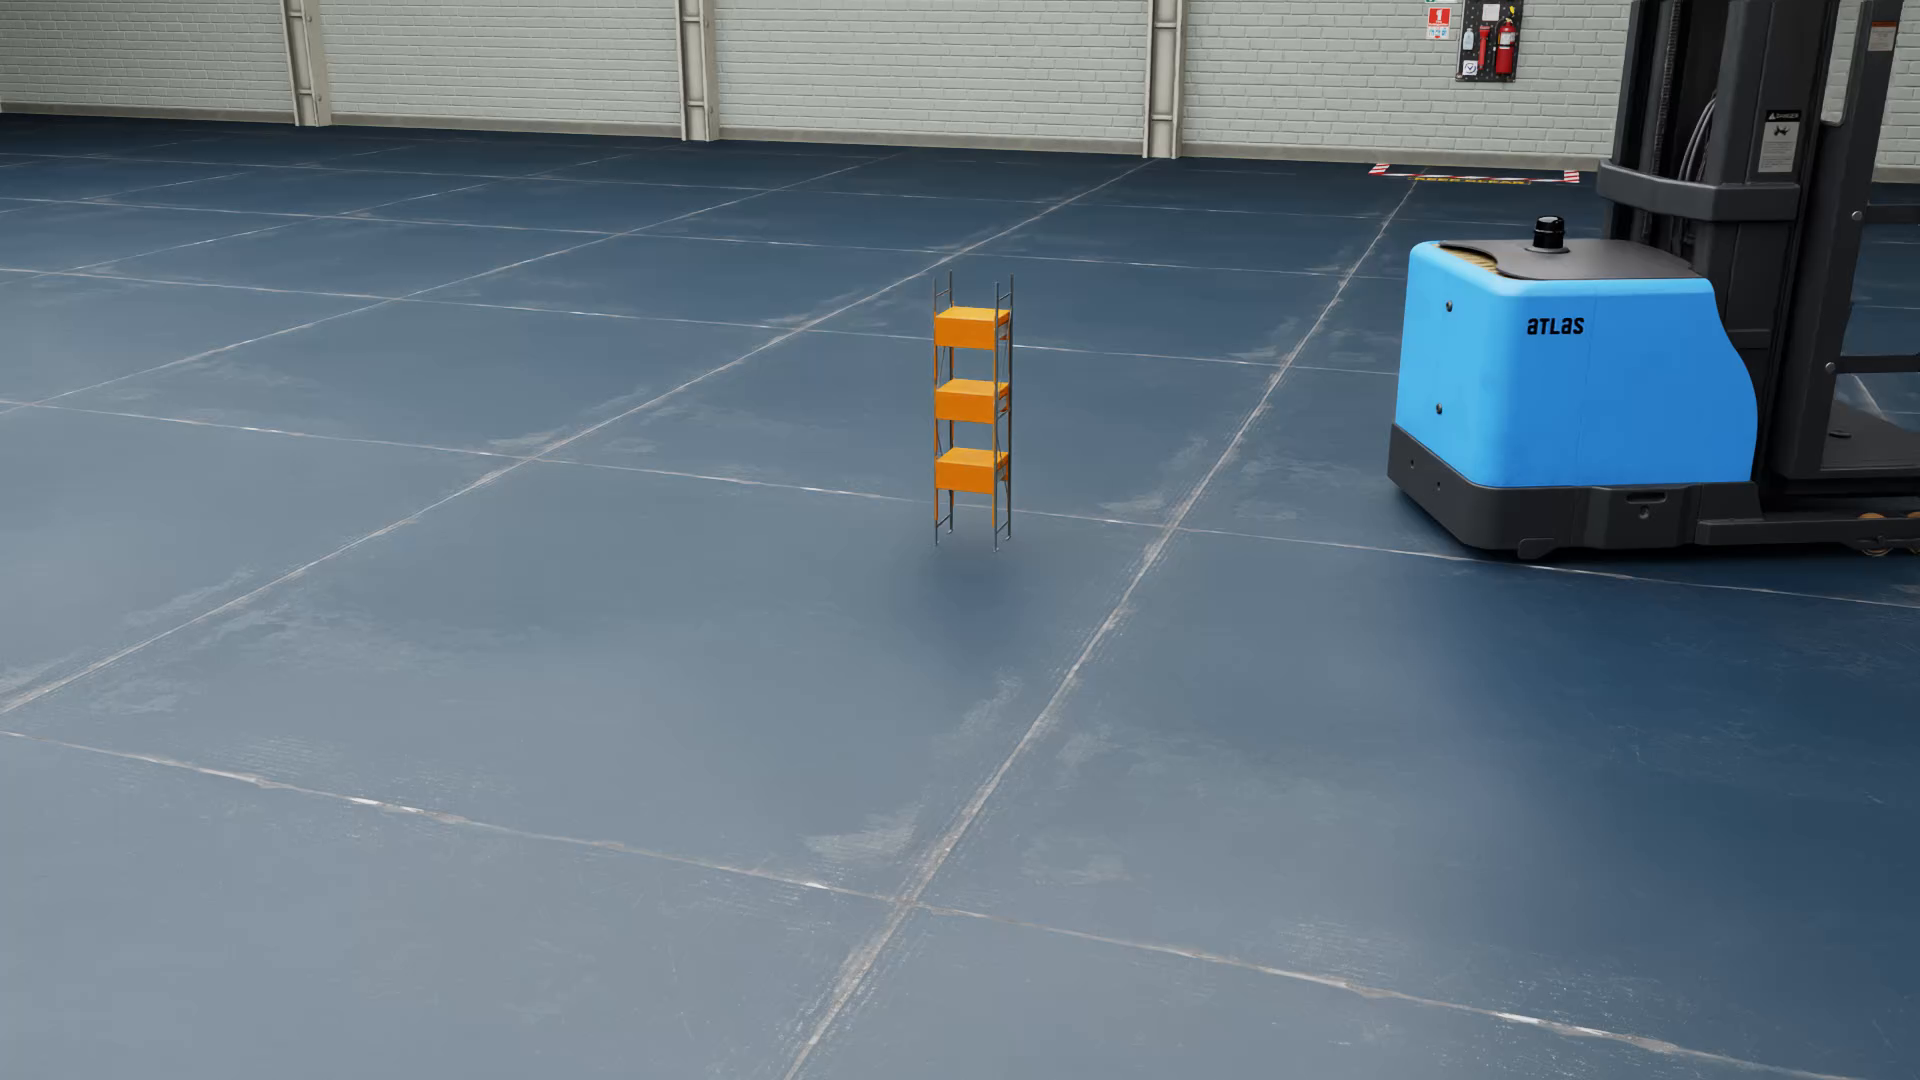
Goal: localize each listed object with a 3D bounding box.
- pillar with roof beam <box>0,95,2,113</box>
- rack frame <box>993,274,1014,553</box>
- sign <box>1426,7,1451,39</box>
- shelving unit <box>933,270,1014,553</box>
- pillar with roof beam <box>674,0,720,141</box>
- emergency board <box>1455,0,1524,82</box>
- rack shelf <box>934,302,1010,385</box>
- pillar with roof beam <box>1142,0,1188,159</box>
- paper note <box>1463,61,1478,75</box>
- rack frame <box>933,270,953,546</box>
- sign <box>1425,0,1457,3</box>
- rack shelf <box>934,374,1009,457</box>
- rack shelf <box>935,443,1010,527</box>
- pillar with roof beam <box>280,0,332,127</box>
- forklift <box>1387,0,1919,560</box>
[{"bbox_3d":[-16.059,-9.328,19.666,0.400,9.000,9.100,7,20,18],"label":"pillar with roof beam"},{"bbox_3d":[0.166,-0.477,6.349,0.008,1.050,0.200,7,20,18],"label":"rack frame"},{"bbox_3d":[5.214,-5.629,18.114,0.234,0.329,0.001,7,20,18],"label":"sign"},{"bbox_3d":[0.051,-0.490,6.387,0.252,1.050,0.215,7,20,18],"label":"shelving unit"},{"bbox_3d":[-4.724,-8.032,15.948,0.400,9.000,9.100,7,20,18],"label":"pillar with roof beam"},{"bbox_3d":[5.703,-5.520,17.856,0.643,1.169,0.194,7,20,18],"label":"emergency board"},{"bbox_3d":[0.051,-0.748,6.297,0.240,0.259,0.215,7,20,18],"label":"rack shelf"},{"bbox_3d":[0.944,-7.384,14.088,0.400,9.000,9.100,7,20,18],"label":"pillar with roof beam"},{"bbox_3d":[5.558,-5.145,18.118,0.142,0.148,0.016,7,20,18],"label":"paper note"},{"bbox_3d":[-0.065,-0.503,6.425,0.008,1.050,0.200,7,20,18],"label":"rack frame"},{"bbox_3d":[5.216,-5.876,18.017,0.331,0.109,0.001,7,20,18],"label":"sign"},{"bbox_3d":[0.051,-0.480,6.390,0.240,0.259,0.215,7,20,18],"label":"rack shelf"},{"bbox_3d":[0.051,-0.218,6.482,0.240,0.259,0.215,7,20,18],"label":"rack shelf"},{"bbox_3d":[-10.391,-8.680,17.807,0.400,9.000,9.100,7,20,18],"label":"pillar with roof beam"},{"bbox_3d":[3.381,-1.492,6.403,3.031,2.935,1.130,-2,19,-5],"label":"forklift"}]
